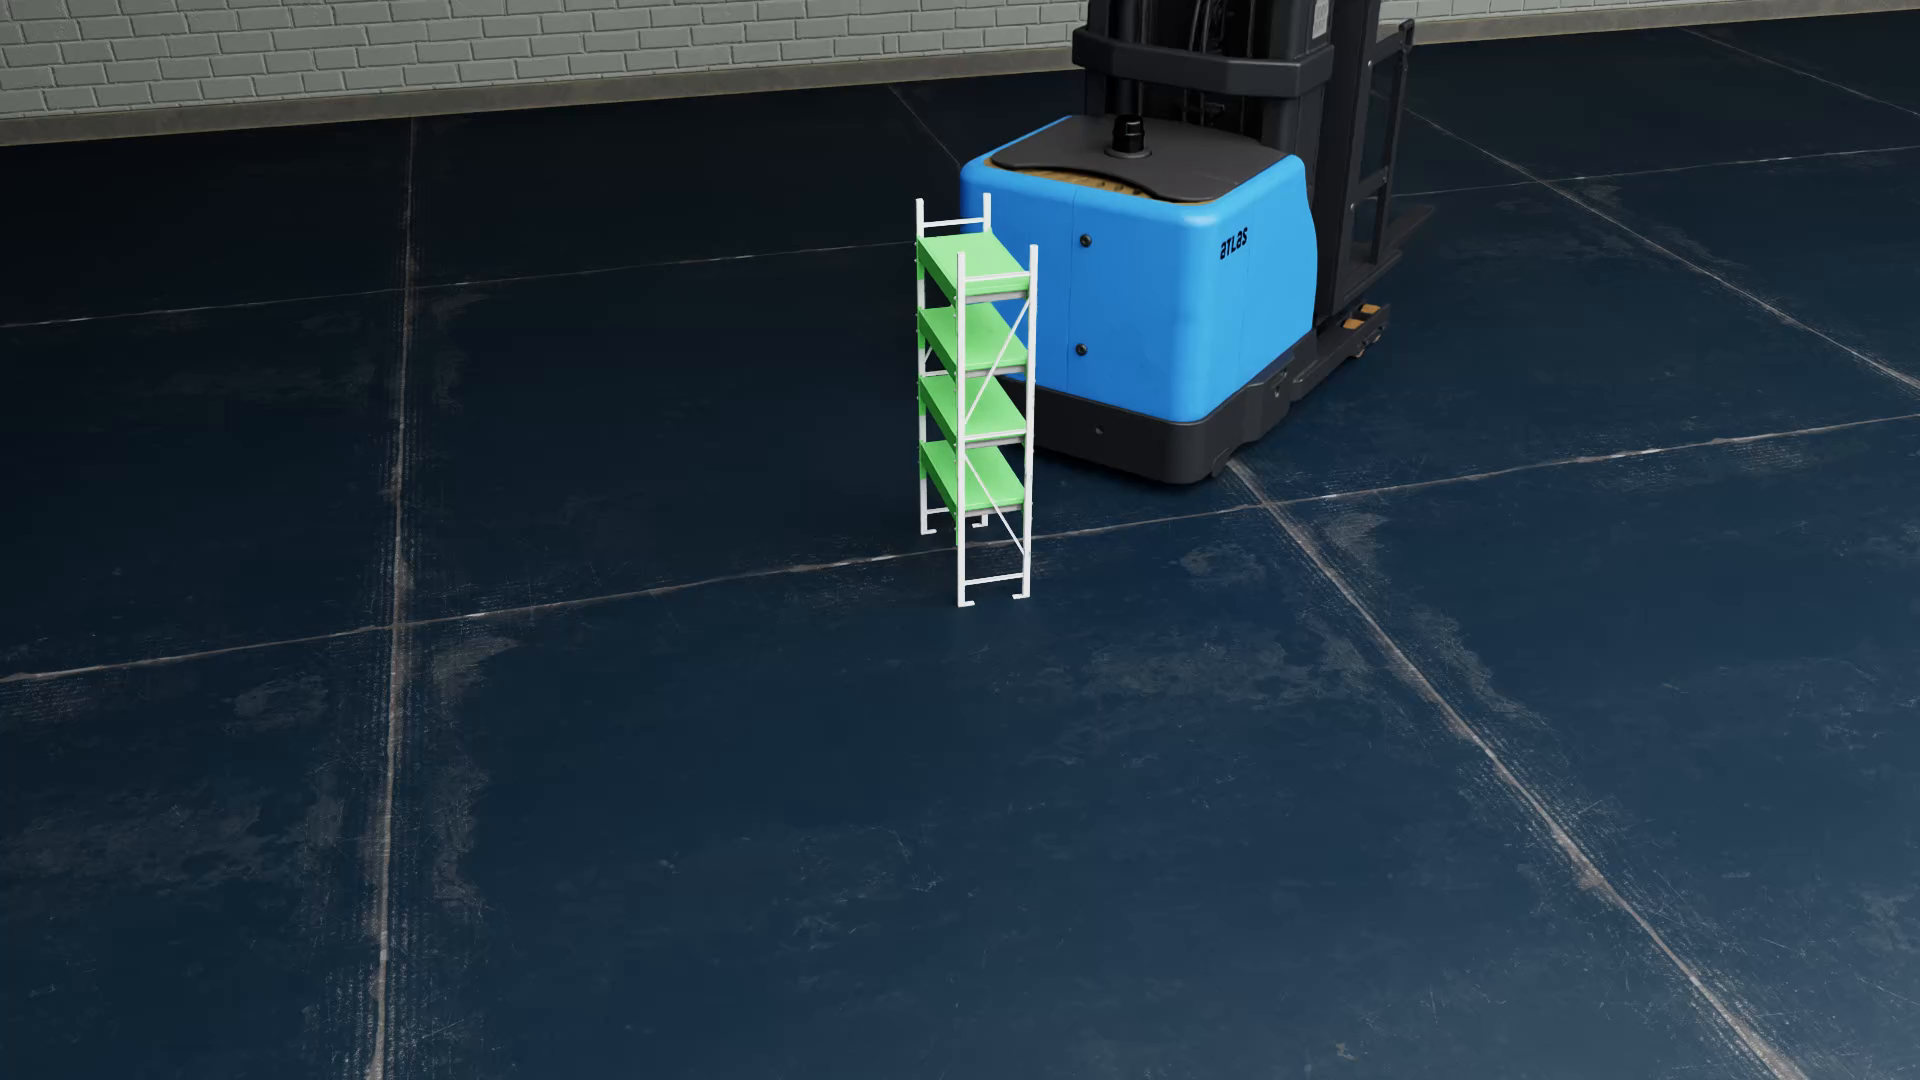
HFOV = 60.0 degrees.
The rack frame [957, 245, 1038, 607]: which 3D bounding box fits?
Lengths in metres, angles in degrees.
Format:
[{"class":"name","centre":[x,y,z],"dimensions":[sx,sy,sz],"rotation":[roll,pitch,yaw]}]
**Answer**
[{"class":"rack frame","centre":[0.109,-0.321,5.108],"dimensions":[0.240,1.200,0.015],"rotation":[-8,31,-13]}]

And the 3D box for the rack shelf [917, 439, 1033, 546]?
[{"class":"rack shelf","centre":[0.044,-0.176,5.464],"dimensions":[0.258,0.148,0.480],"rotation":[-8,31,-13]}]

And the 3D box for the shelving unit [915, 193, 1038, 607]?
[{"class":"shelving unit","centre":[0.044,-0.439,5.311],"dimensions":[0.258,1.200,0.503],"rotation":[-8,31,-13]}]

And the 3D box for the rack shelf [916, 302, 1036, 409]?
[{"class":"rack shelf","centre":[0.044,-0.592,5.223],"dimensions":[0.258,0.148,0.480],"rotation":[-8,31,-13]}]

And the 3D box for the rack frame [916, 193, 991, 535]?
[{"class":"rack frame","centre":[-0.021,-0.557,5.515],"dimensions":[0.240,1.200,0.015],"rotation":[-8,31,-13]}]

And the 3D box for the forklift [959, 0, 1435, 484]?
[{"class":"forklift","centre":[1.210,-2.162,6.560],"dimensions":[1.130,2.935,3.031],"rotation":[18,35,28]}]

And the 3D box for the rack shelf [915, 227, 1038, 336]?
[{"class":"rack shelf","centre":[0.044,-0.799,5.103],"dimensions":[0.258,0.148,0.480],"rotation":[-8,31,-13]}]

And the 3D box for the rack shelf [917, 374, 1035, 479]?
[{"class":"rack shelf","centre":[0.044,-0.384,5.343],"dimensions":[0.258,0.148,0.480],"rotation":[-8,31,-13]}]
